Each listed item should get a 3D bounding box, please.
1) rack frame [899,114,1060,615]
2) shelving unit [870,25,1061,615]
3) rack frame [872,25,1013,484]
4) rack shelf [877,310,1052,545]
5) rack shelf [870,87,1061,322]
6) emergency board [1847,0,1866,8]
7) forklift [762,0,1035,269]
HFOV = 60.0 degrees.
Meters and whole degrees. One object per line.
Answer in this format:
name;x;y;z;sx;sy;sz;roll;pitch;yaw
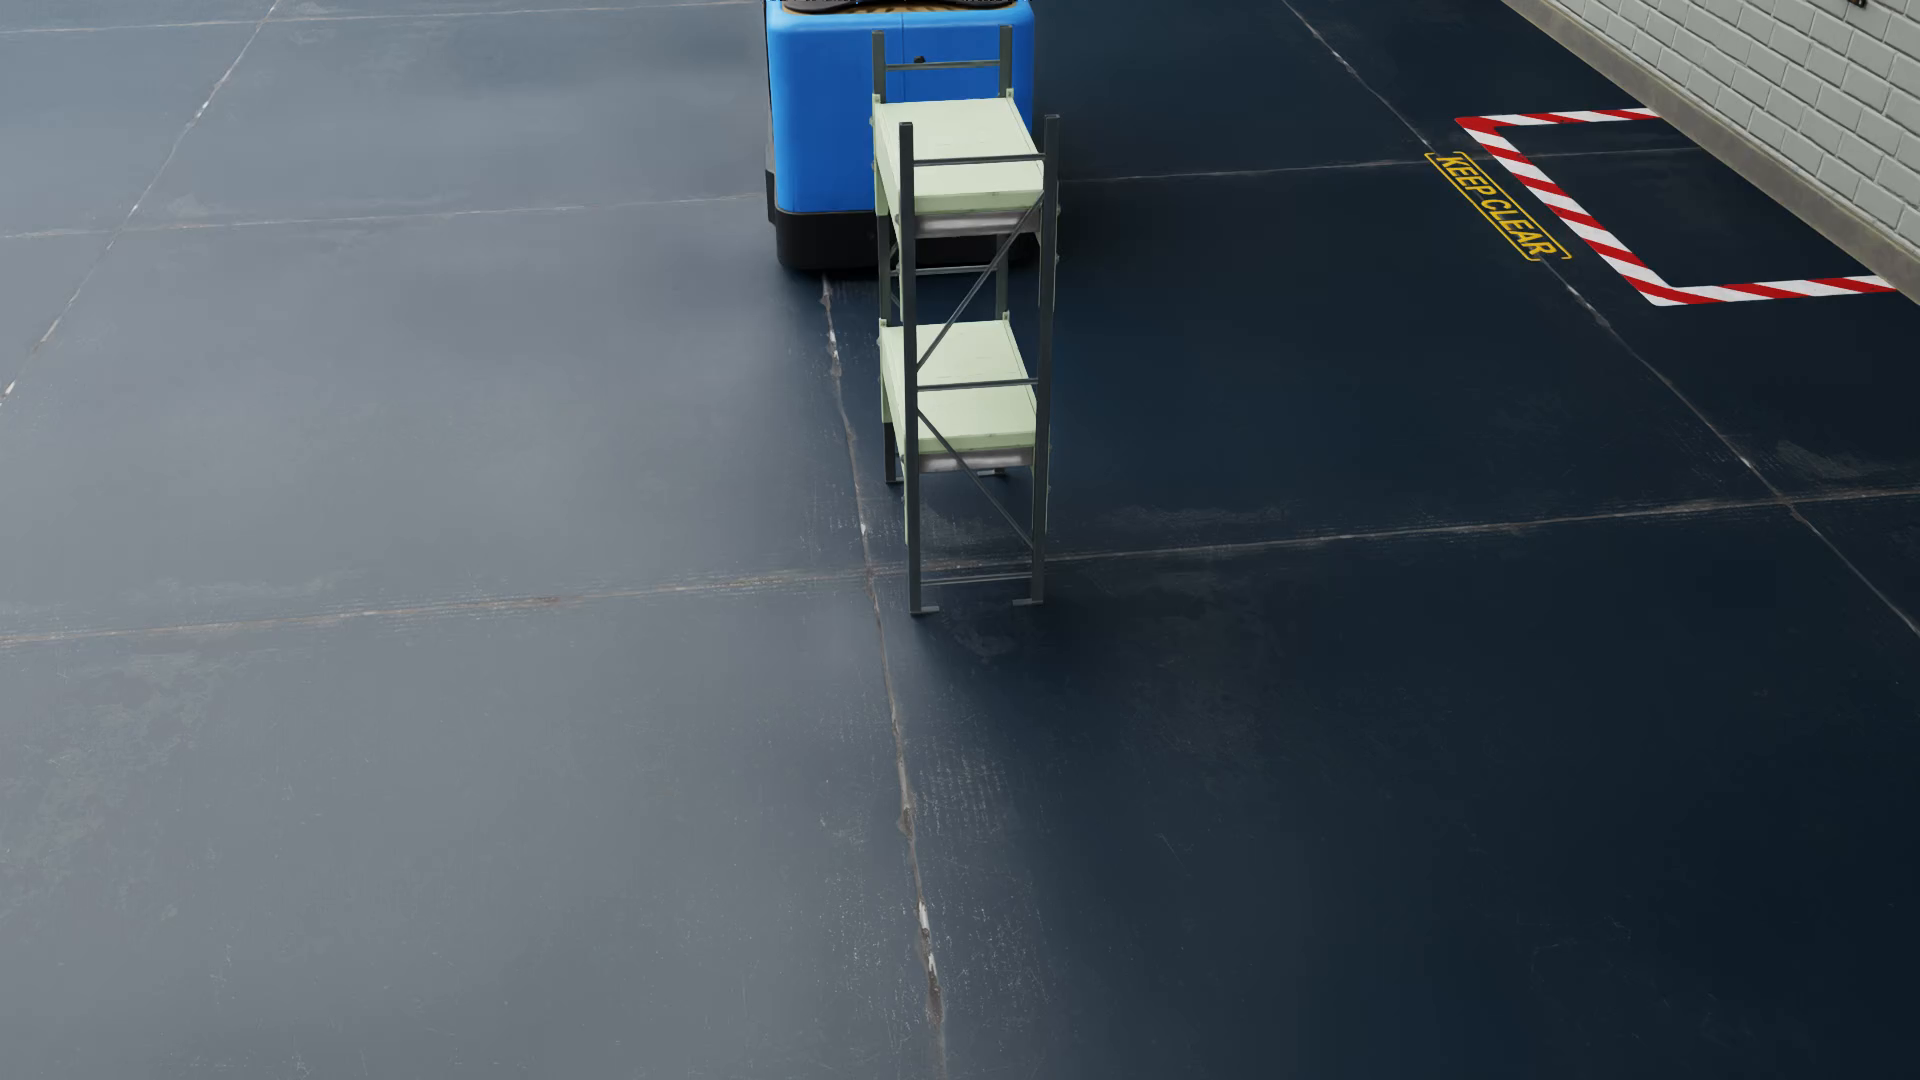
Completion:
rack frame;0.048;-0.419;4.533;0.400;1.500;0.023;-4;35;-6
shelving unit;-0.001;-0.623;4.833;0.431;1.500;0.755;-4;35;-6
rack frame;-0.050;-0.828;5.133;0.400;1.500;0.023;-4;35;-6
rack shelf;-0.001;-0.354;5.017;0.431;0.370;0.720;-4;35;-6
rack shelf;-0.001;-0.946;4.613;0.431;0.370;0.720;-4;35;-6
emergency board;3.594;-2.841;6.755;0.157;1.169;0.626;-4;35;-6
forklift;-0.357;-3.118;7.223;1.130;2.935;3.031;-3;34;-5
